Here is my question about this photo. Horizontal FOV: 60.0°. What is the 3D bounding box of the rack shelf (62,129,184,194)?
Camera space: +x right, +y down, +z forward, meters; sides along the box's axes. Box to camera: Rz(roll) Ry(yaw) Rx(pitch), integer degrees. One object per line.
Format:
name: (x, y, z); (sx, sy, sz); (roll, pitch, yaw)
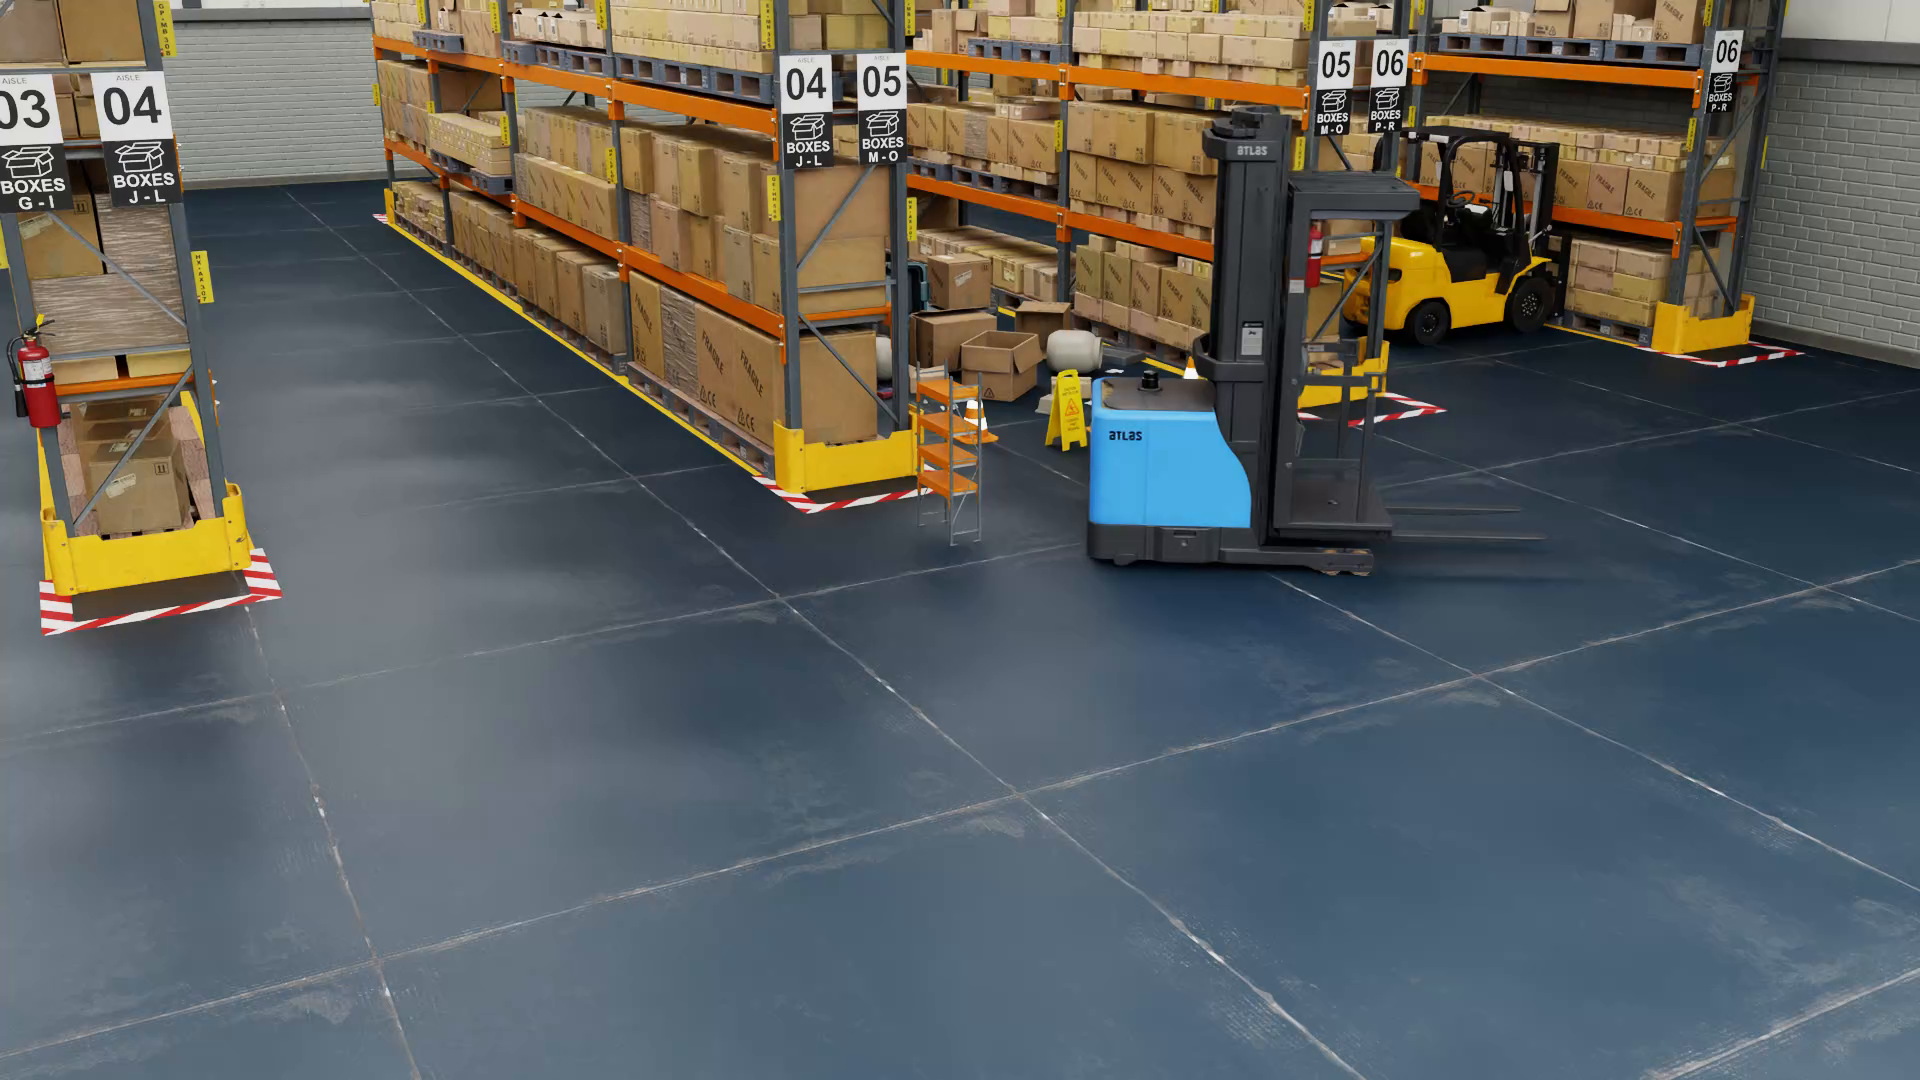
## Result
rack shelf: (-6.231, -2.823, 11.719); (1.077, 0.370, 4.000); (-10, 21, -27)

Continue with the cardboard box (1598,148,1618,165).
cardboard box: (7.071, -4.112, 17.801); (0.380, 0.149, 0.250); (-10, 21, -27)

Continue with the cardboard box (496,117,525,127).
cardboard box: (-5.716, -5.333, 21.318); (0.380, 0.149, 0.250); (-11, 22, -28)

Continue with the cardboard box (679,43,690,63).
cardboard box: (-2.048, -3.936, 13.430); (0.380, 0.149, 0.250); (-10, 21, -26)

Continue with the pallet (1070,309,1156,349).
pallet: (1.891, -2.349, 18.115); (1.003, 0.211, 1.213); (-10, 21, -27)

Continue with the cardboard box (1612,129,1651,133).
cardboard box: (7.352, -4.399, 18.178); (0.380, 0.149, 0.250); (-9, 21, -25)

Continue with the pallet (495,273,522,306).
pallet: (-5.036, -3.113, 20.330); (1.003, 0.211, 1.213); (-10, 21, -27)

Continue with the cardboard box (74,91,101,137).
cardboard box: (-5.282, -2.696, 10.479); (0.500, 0.250, 0.500); (-9, 21, -25)

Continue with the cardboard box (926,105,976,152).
cardboard box: (-0.095, -5.075, 20.489); (0.500, 0.500, 0.500); (-9, 21, -24)

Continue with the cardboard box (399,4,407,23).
cardboard box: (-7.498, -7.332, 23.145); (0.500, 0.250, 0.500); (-9, 21, -24)

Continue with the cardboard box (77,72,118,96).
cardboard box: (-5.208, -2.821, 10.230); (0.380, 0.149, 0.250); (-10, 21, -27)

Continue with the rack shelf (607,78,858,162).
rack shelf: (-1.818, -3.562, 13.861); (1.077, 0.370, 4.000); (-10, 21, -27)

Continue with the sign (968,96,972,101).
sign: (0.115, -5.599, 21.606); (0.100, 0.325, 0.005); (-10, 21, -27)

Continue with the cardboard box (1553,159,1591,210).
cardboard box: (6.860, -3.921, 18.244); (0.500, 0.500, 0.500); (-10, 22, -28)

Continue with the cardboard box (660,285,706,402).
cardboard box: (-2.099, -1.803, 14.872); (0.875, 0.875, 0.875); (-10, 21, -26)

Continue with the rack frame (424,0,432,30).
rack frame: (-6.566, -8.191, 21.574); (1.000, 3.000, 0.127); (-10, 21, -27)

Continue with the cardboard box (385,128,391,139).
cardboard box: (-8.600, -6.241, 25.504); (0.380, 0.149, 0.250); (-10, 21, -27)

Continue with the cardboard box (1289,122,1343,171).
cardboard box: (3.006, -3.479, 14.974); (0.700, 0.500, 0.500); (-11, 22, -28)

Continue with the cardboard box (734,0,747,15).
cardboard box: (-1.444, -3.948, 12.242); (0.380, 0.149, 0.250); (-10, 21, -26)

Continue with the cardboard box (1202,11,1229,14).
cardboard box: (3.628, -7.373, 23.419); (0.380, 0.149, 0.250); (-9, 21, -26)

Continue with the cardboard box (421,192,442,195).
cardboard box: (-7.670, -5.000, 24.339); (0.380, 0.149, 0.250); (-10, 21, -27)

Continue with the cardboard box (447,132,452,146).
cardboard box: (-6.282, -5.091, 21.073); (0.380, 0.149, 0.250); (-9, 21, -24)

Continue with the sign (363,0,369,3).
sign: (-8.943, -8.250, 25.004); (0.100, 0.325, 0.005); (-10, 21, -27)

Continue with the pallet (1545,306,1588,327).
pallet: (6.832, -2.721, 19.192); (1.003, 0.211, 1.213); (-10, 21, -27)

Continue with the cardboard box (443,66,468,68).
cardboard box: (-7.038, -6.479, 23.667); (0.500, 0.500, 0.500); (-10, 21, -26)

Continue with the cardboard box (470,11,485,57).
cardboard box: (-5.410, -5.938, 19.490); (0.500, 0.500, 0.500); (-10, 21, -27)

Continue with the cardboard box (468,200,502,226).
cardboard box: (-5.954, -4.174, 21.168); (0.500, 0.250, 0.500); (-9, 21, -25)

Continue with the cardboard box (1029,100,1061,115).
cardboard box: (1.023, -5.033, 19.371); (0.380, 0.149, 0.250); (-9, 21, -24)

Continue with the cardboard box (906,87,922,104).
cardboard box: (-0.834, -5.630, 21.664); (0.500, 0.500, 0.500); (-11, 22, -28)

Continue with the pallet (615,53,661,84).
pallet: (-2.388, -4.198, 14.737); (1.003, 0.211, 1.213); (-10, 21, -27)

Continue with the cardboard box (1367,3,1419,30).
cardboard box: (5.350, -6.416, 20.367); (0.500, 0.311, 0.500); (-11, 22, -28)

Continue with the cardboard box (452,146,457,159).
cardboard box: (-6.159, -4.877, 20.907); (0.380, 0.149, 0.250); (-10, 22, -28)

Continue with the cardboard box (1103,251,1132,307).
cardboard box: (1.848, -2.745, 17.408); (0.500, 0.500, 0.500); (-9, 21, -24)

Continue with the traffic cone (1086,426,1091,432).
traffic cone: (1.286, -1.161, 14.286); (0.336, 0.463, 0.334); (-10, 21, -27)

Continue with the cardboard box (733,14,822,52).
cardboard box: (-1.346, -3.741, 12.253); (0.500, 0.250, 0.500); (-10, 21, -26)

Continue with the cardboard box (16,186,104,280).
cardboard box: (-5.760, -1.951, 10.545); (0.500, 0.500, 0.500); (-10, 21, -27)

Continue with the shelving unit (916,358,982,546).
shelving unit: (-0.079, -0.615, 11.573); (0.258, 1.200, 0.503); (-10, 21, -27)

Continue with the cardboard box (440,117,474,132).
cardboard box: (-6.410, -5.307, 21.241); (0.380, 0.149, 0.250); (-10, 22, -27)

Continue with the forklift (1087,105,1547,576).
forklift: (2.391, -1.329, 10.988); (3.031, 2.935, 1.130); (1, 19, 4)

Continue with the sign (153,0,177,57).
sign: (-4.803, -3.086, 10.039); (0.100, 0.325, 0.005); (-10, 21, -27)

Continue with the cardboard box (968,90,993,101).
cardboard box: (0.427, -7.822, 29.475); (0.500, 0.250, 0.500); (-10, 21, -26)

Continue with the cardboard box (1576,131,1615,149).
cardboard box: (6.885, -4.318, 17.943); (0.380, 0.149, 0.250); (-9, 21, -25)

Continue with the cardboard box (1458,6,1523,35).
cardboard box: (6.088, -5.969, 19.073); (0.500, 0.311, 0.500); (-9, 21, -26)

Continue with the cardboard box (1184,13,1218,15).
cardboard box: (2.392, -5.177, 16.599); (0.380, 0.149, 0.250); (-10, 22, -28)

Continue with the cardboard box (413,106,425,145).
cardboard box: (-7.290, -5.787, 23.195); (0.500, 0.500, 0.500); (-11, 22, -28)

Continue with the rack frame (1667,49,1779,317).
rack frame: (7.807, -3.476, 17.106); (1.000, 3.000, 0.127); (-10, 21, -27)

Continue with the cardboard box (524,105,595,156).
cardboard box: (-4.462, -4.596, 18.667); (0.700, 0.500, 0.500); (-10, 21, -27)

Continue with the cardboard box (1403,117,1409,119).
cardboard box: (5.591, -5.339, 21.359); (0.380, 0.149, 0.250); (-10, 22, -27)

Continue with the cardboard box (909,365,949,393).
cardboard box: (-0.330, -1.558, 15.740); (0.396, 0.266, 0.258); (-6, 20, -17)

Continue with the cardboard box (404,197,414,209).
cardboard box: (-8.142, -5.070, 24.998); (0.380, 0.149, 0.250); (-9, 21, -25)

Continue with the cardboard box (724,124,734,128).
cardboard box: (-3.439, -6.733, 26.393); (0.500, 0.500, 0.500); (-9, 21, -25)

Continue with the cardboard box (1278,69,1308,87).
cardboard box: (3.025, -4.064, 14.598); (0.380, 0.149, 0.250); (-10, 21, -26)

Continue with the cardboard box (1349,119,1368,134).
cardboard box: (5.100, -5.247, 21.090); (0.380, 0.149, 0.250); (-11, 22, -28)

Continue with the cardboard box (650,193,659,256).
cardboard box: (-2.300, -2.871, 15.123); (0.875, 0.550, 0.550); (-10, 21, -27)

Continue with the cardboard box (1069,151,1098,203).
cardboard box: (1.505, -3.873, 17.647); (0.500, 0.500, 0.500); (-10, 21, -27)

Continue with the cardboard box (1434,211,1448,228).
cardboard box: (5.861, -3.808, 20.108); (0.500, 0.250, 0.500); (-10, 22, -27)

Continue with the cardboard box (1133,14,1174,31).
cardboard box: (1.933, -5.099, 16.375); (0.380, 0.149, 0.250); (-11, 22, -28)

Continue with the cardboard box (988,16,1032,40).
cardboard box: (0.659, -5.838, 18.938); (0.500, 0.250, 0.500); (-10, 21, -26)

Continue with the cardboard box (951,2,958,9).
cardboard box: (0.180, -9.387, 29.412); (0.500, 0.250, 0.500); (-10, 22, -27)

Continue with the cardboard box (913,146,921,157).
cardboard box: (-0.368, -4.960, 21.149); (0.380, 0.149, 0.250); (-11, 22, -30)
